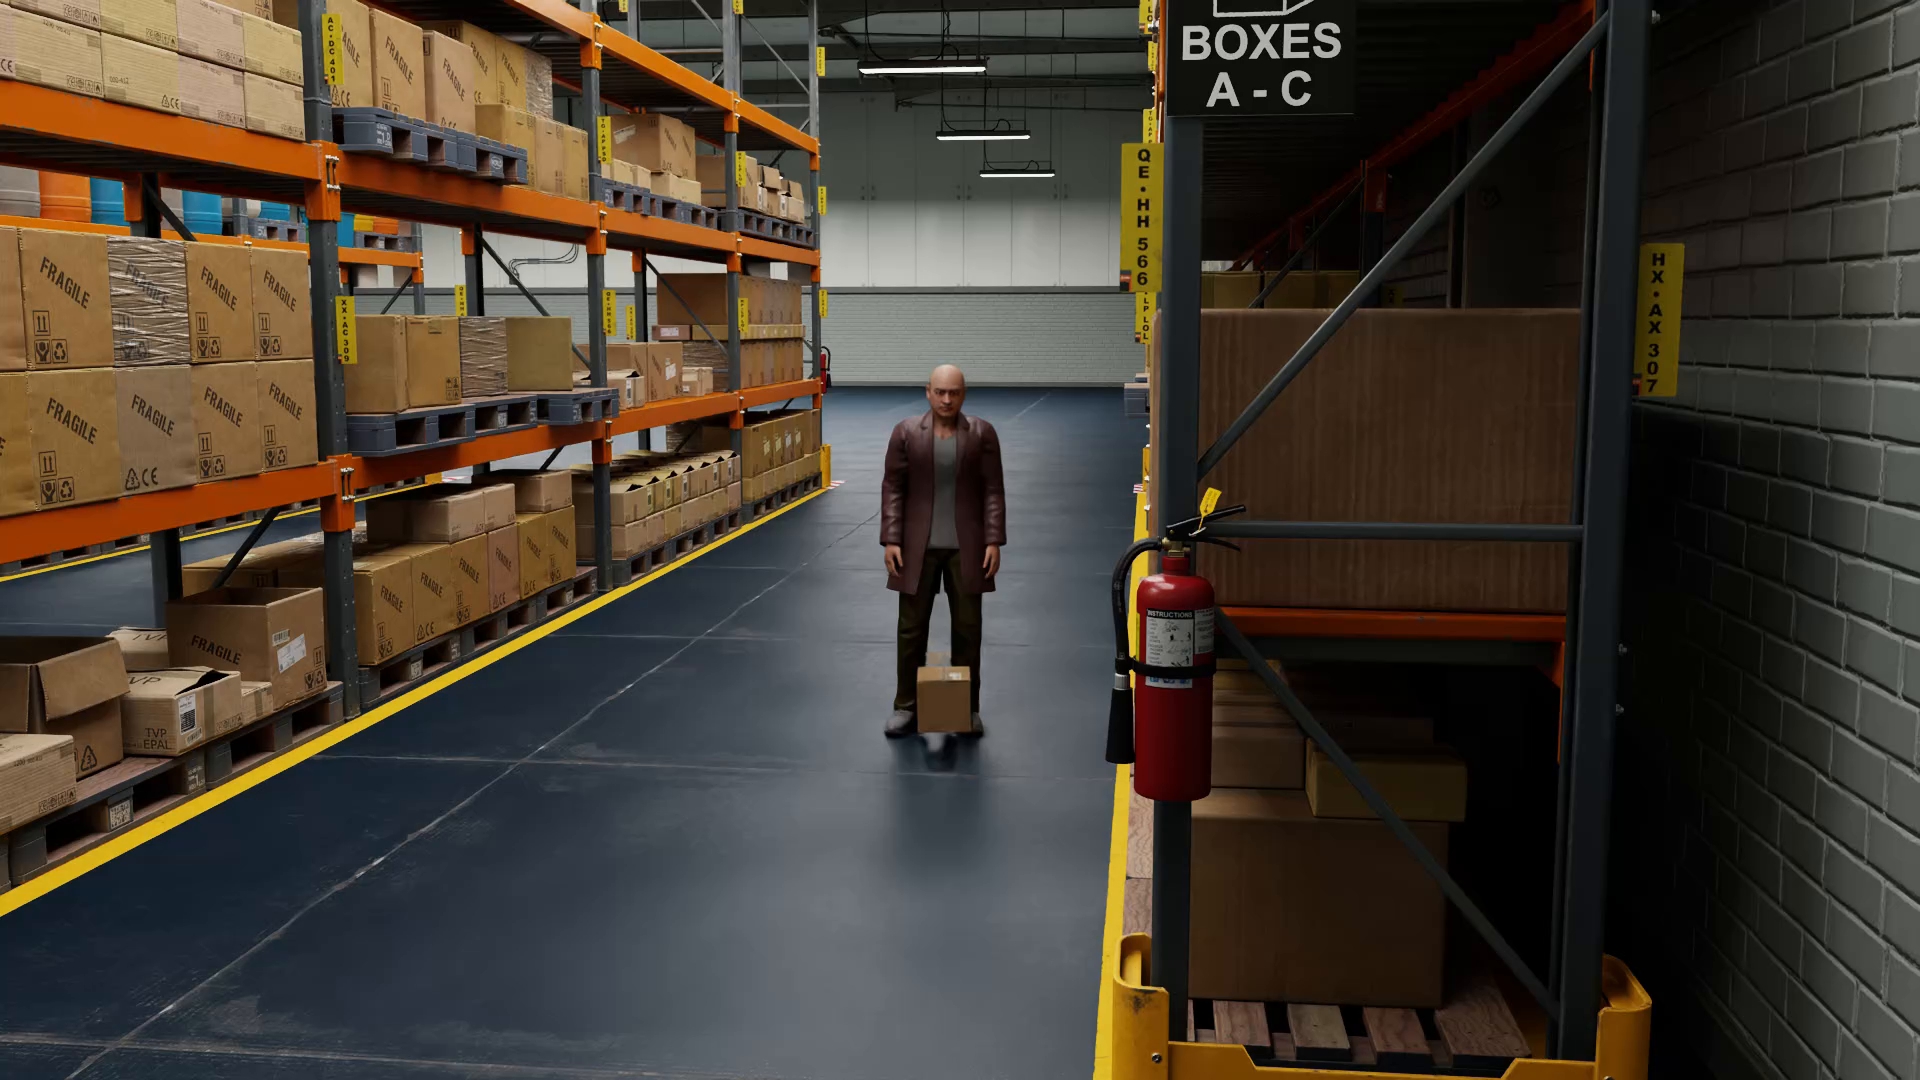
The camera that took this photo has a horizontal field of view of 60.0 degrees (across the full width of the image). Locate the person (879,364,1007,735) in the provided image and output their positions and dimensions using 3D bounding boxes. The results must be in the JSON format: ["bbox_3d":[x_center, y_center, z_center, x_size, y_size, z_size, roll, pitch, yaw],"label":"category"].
[{"bbox_3d":[-0.082,0.041,8.027,0.612,1.775,0.426,0,7,-1],"label":"person"}]
